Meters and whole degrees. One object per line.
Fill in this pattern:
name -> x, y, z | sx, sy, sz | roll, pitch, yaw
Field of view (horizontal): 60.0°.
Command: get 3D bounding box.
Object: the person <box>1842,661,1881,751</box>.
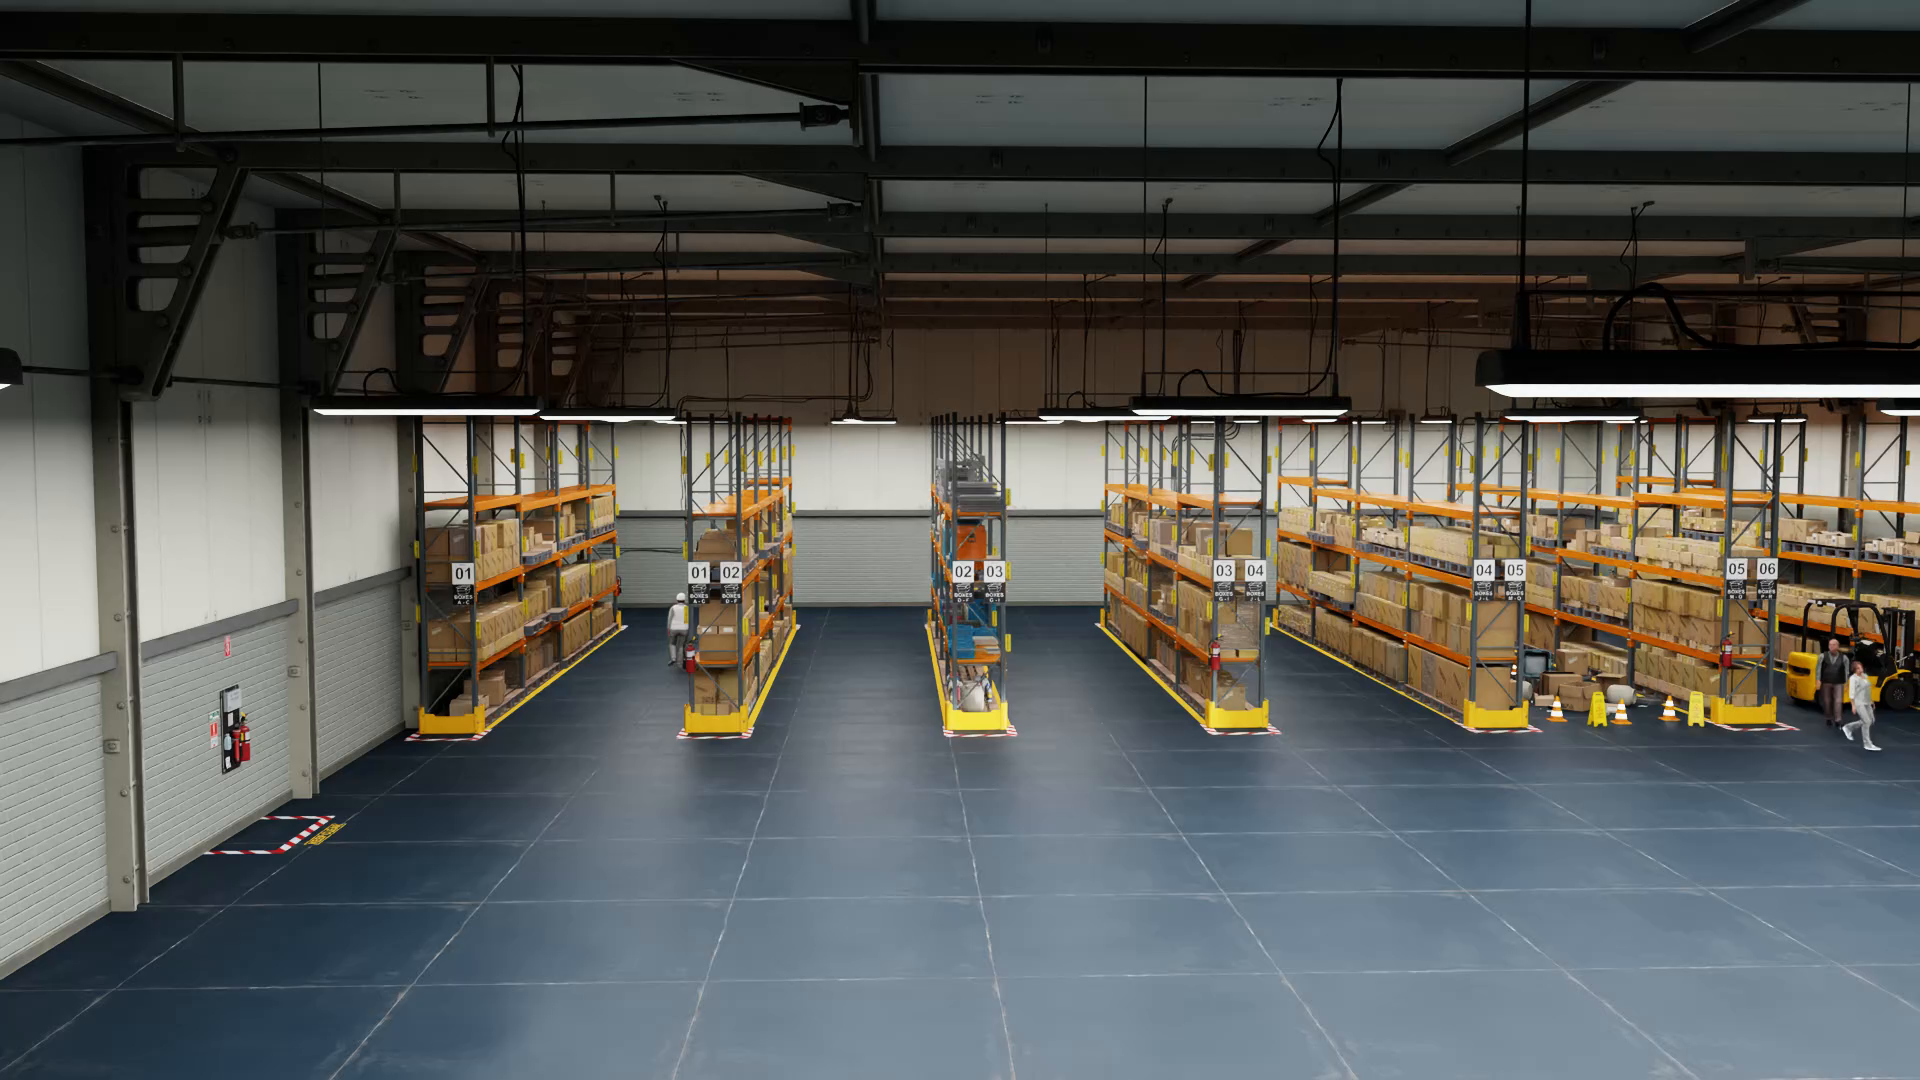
person -> 15.996, 2.924, 29.505 | 0.428, 1.572, 0.681 | -2, 5, -32

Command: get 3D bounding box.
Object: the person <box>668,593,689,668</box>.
person -> -6.656, 2.140, 39.506 | 0.570, 1.771, 0.449 | 0, 4, -5

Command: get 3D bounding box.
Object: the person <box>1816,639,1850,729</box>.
person -> 16.484, 2.724, 31.456 | 0.568, 1.670, 1.010 | 3, 5, 34
